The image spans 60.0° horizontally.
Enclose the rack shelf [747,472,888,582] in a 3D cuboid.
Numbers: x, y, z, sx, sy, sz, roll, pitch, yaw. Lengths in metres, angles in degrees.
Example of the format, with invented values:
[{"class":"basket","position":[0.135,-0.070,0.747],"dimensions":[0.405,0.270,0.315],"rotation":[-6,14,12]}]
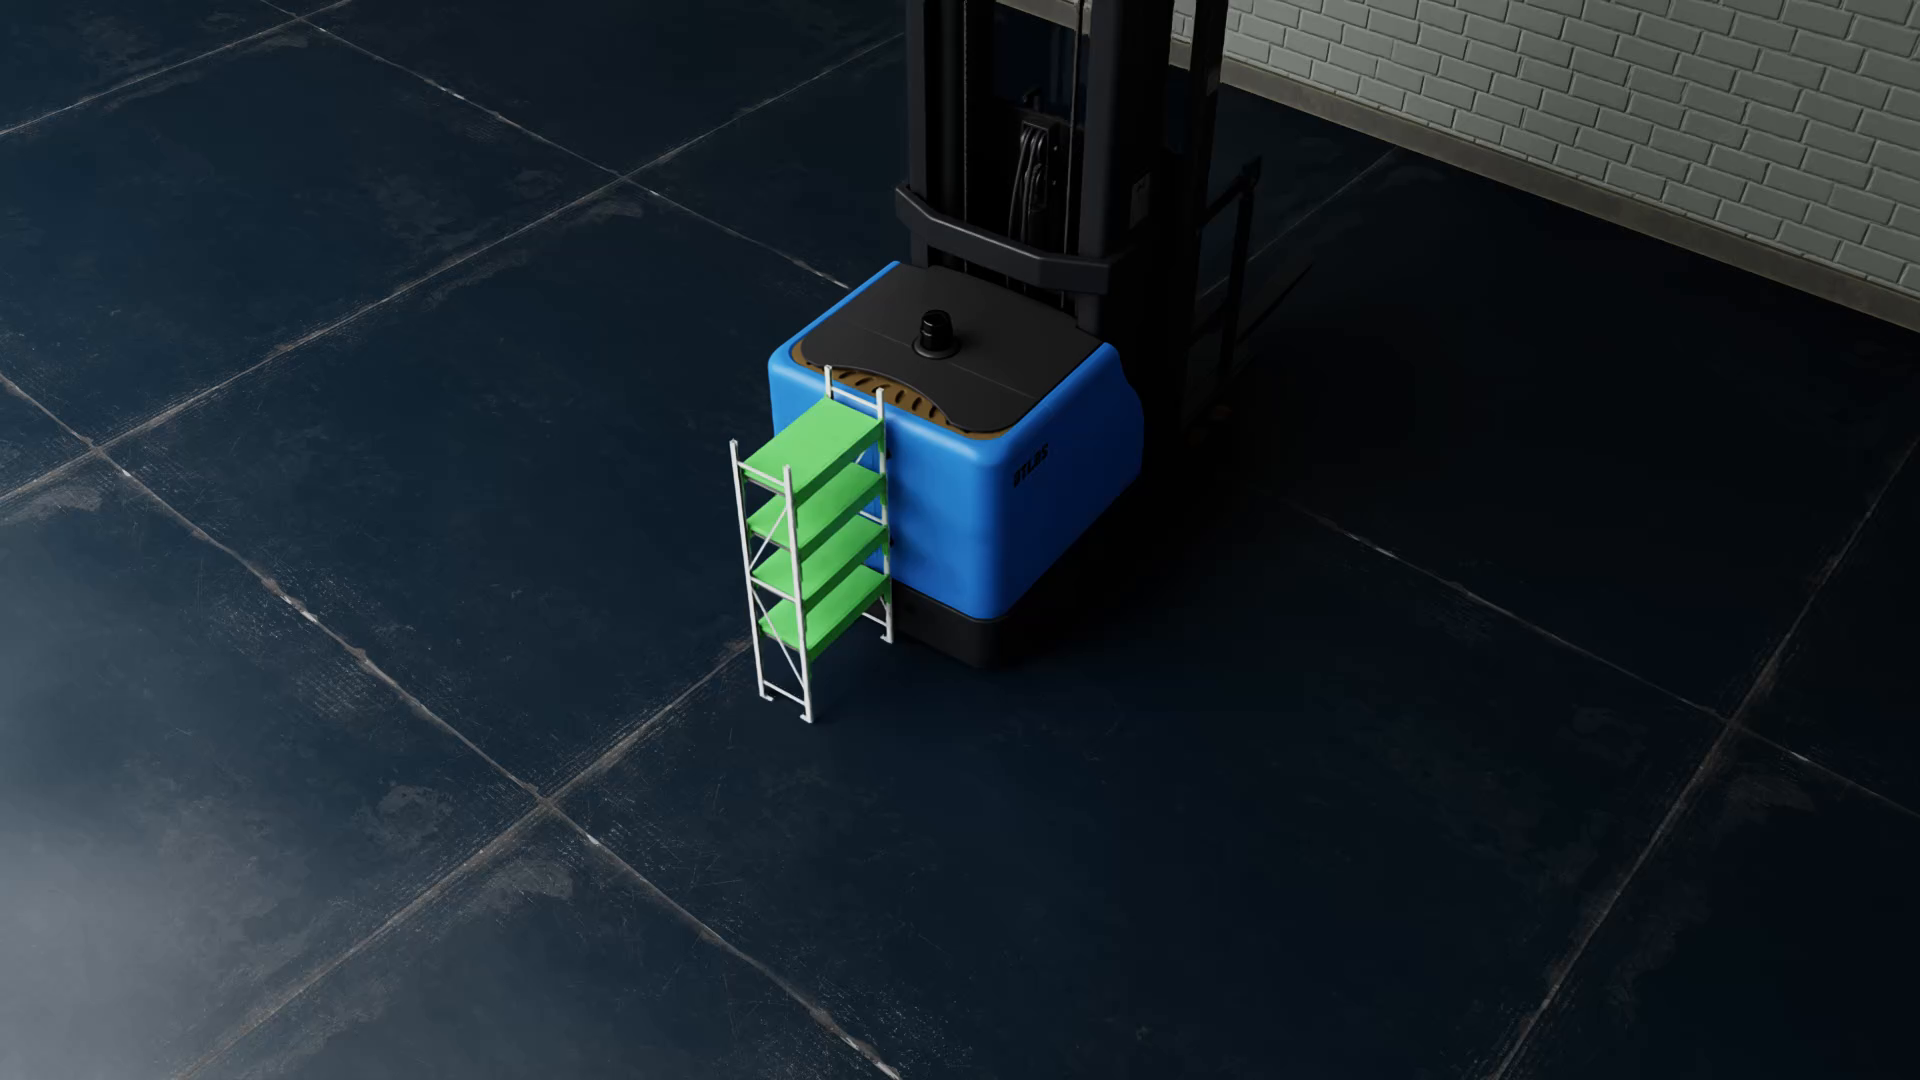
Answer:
[{"class":"rack shelf","position":[-0.494,-0.093,5.699],"dimensions":[0.258,0.148,0.480],"rotation":[25,48,25]}]

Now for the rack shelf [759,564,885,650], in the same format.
[{"class":"rack shelf","position":[-0.494,0.222,5.986],"dimensions":[0.221,0.021,0.457],"rotation":[25,48,25]}]

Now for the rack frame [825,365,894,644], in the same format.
[{"class":"rack frame","position":[-0.355,-0.098,5.966],"dimensions":[0.240,1.200,0.015],"rotation":[25,48,25]}]

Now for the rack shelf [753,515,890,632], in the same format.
[{"class":"rack shelf","position":[-0.494,0.084,5.861],"dimensions":[0.258,0.148,0.480],"rotation":[25,48,25]}]

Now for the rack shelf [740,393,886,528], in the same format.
[{"class":"rack shelf","position":[-0.494,-0.271,5.538],"dimensions":[0.258,0.148,0.480],"rotation":[25,48,25]}]

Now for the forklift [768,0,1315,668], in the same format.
[{"class":"forklift","position":[0.554,-1.567,6.295],"dimensions":[1.130,2.935,3.031],"rotation":[25,48,25]}]

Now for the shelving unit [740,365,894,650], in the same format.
[{"class":"shelving unit","position":[-0.491,0.034,5.821],"dimensions":[0.258,1.200,0.492],"rotation":[25,48,25]}]
